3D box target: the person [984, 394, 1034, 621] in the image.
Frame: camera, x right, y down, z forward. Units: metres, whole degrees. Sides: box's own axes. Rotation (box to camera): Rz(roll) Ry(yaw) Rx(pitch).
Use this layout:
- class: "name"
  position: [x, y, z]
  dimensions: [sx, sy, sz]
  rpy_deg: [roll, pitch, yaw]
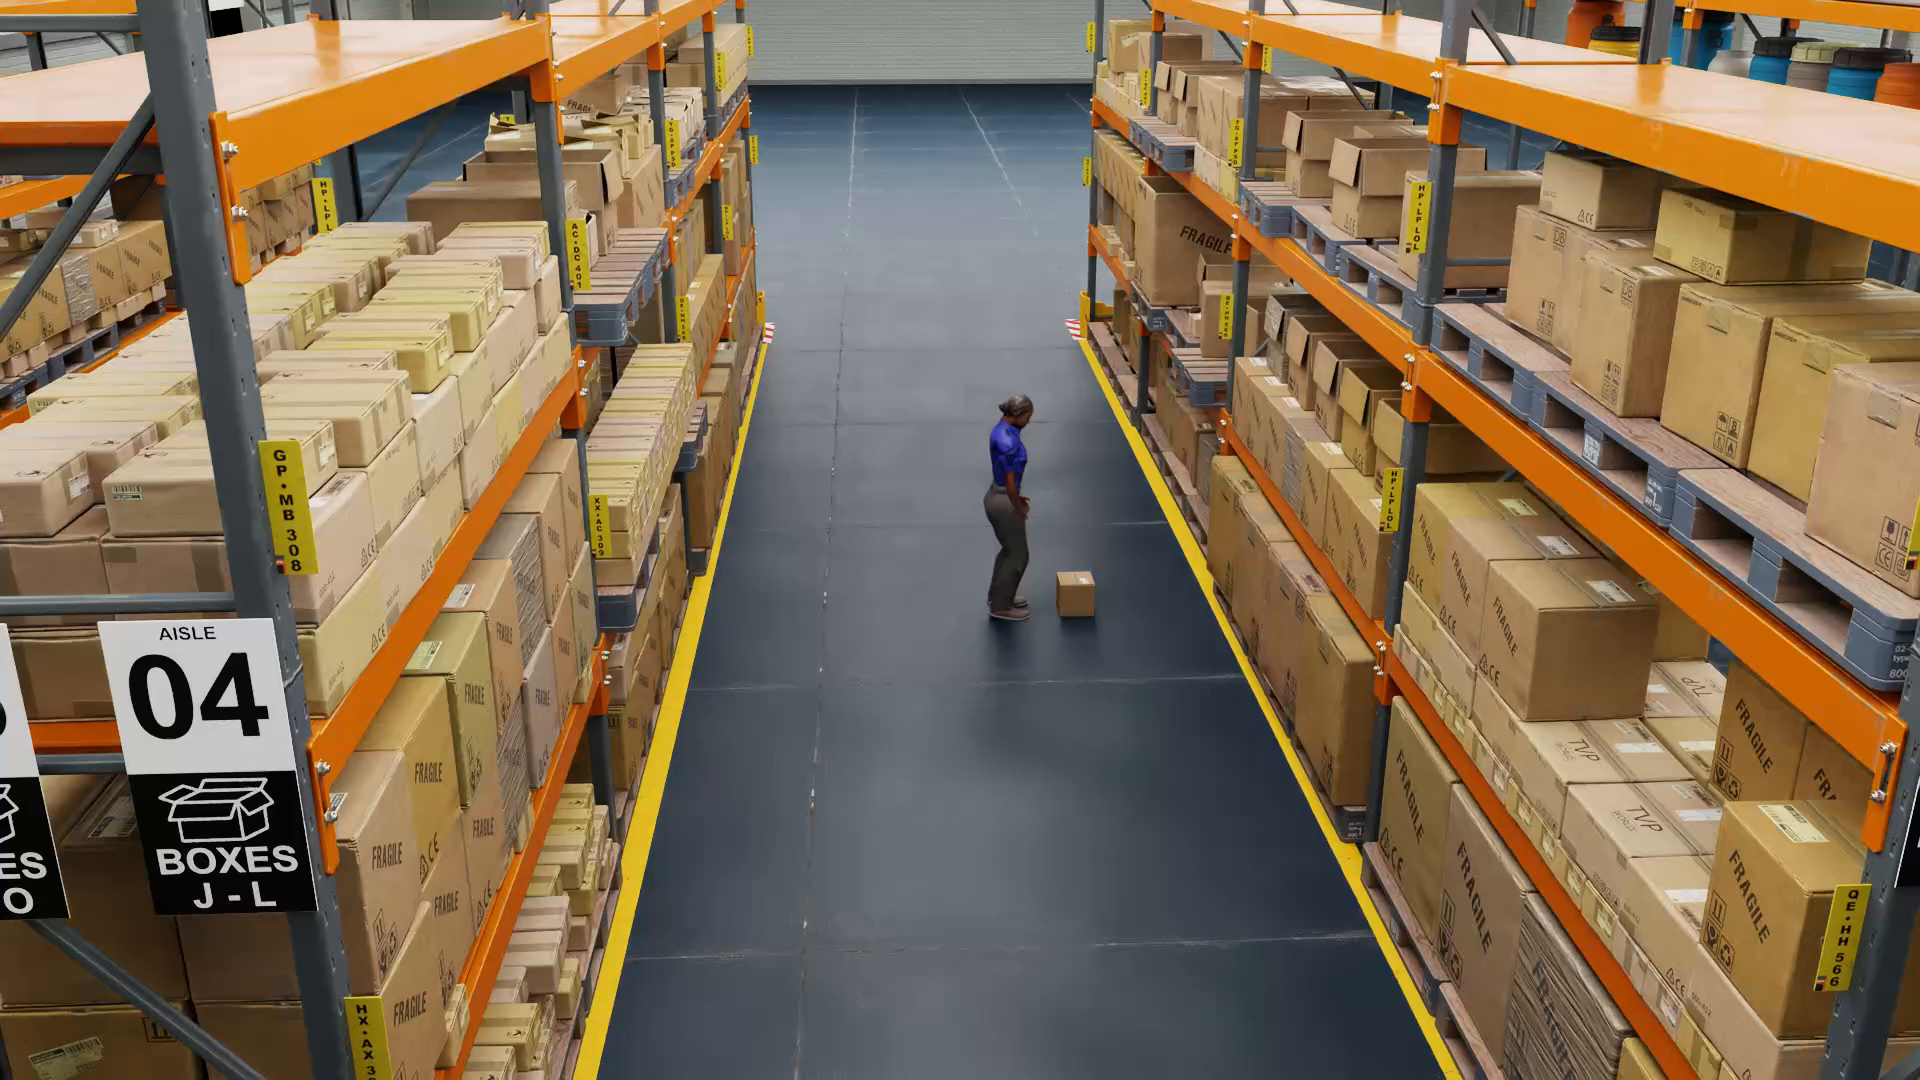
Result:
- class: "person"
  position: [0.345, -0.247, 11.811]
  dimensions: [0.354, 1.626, 0.450]
  rpy_deg: [-1, 21, -2]
